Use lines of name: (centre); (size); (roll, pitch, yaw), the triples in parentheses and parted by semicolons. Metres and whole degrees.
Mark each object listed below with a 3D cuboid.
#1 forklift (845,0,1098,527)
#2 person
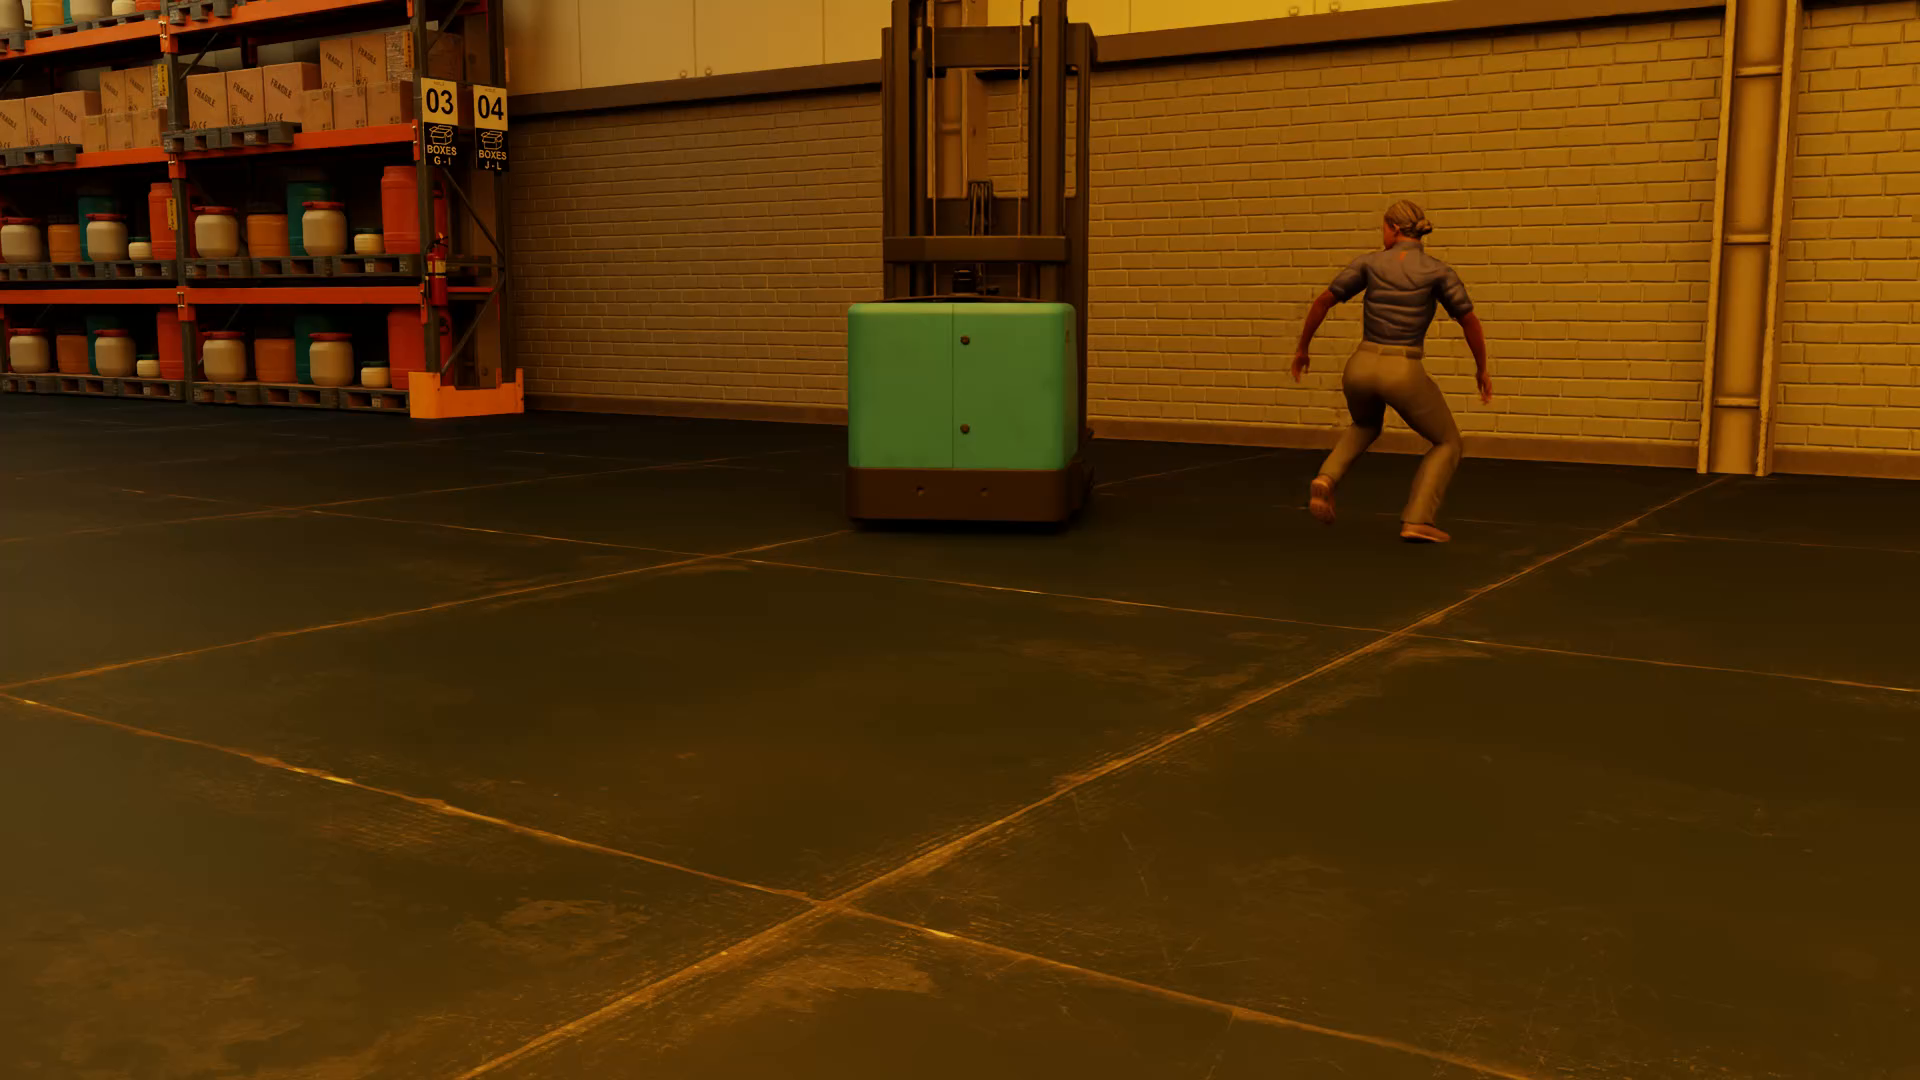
forklift: (0.168, -1.682, 9.023); (1.130, 2.935, 3.031); (1, 8, 8)
person: (1.969, -0.763, 7.598); (0.799, 1.553, 0.509); (6, 10, 38)
